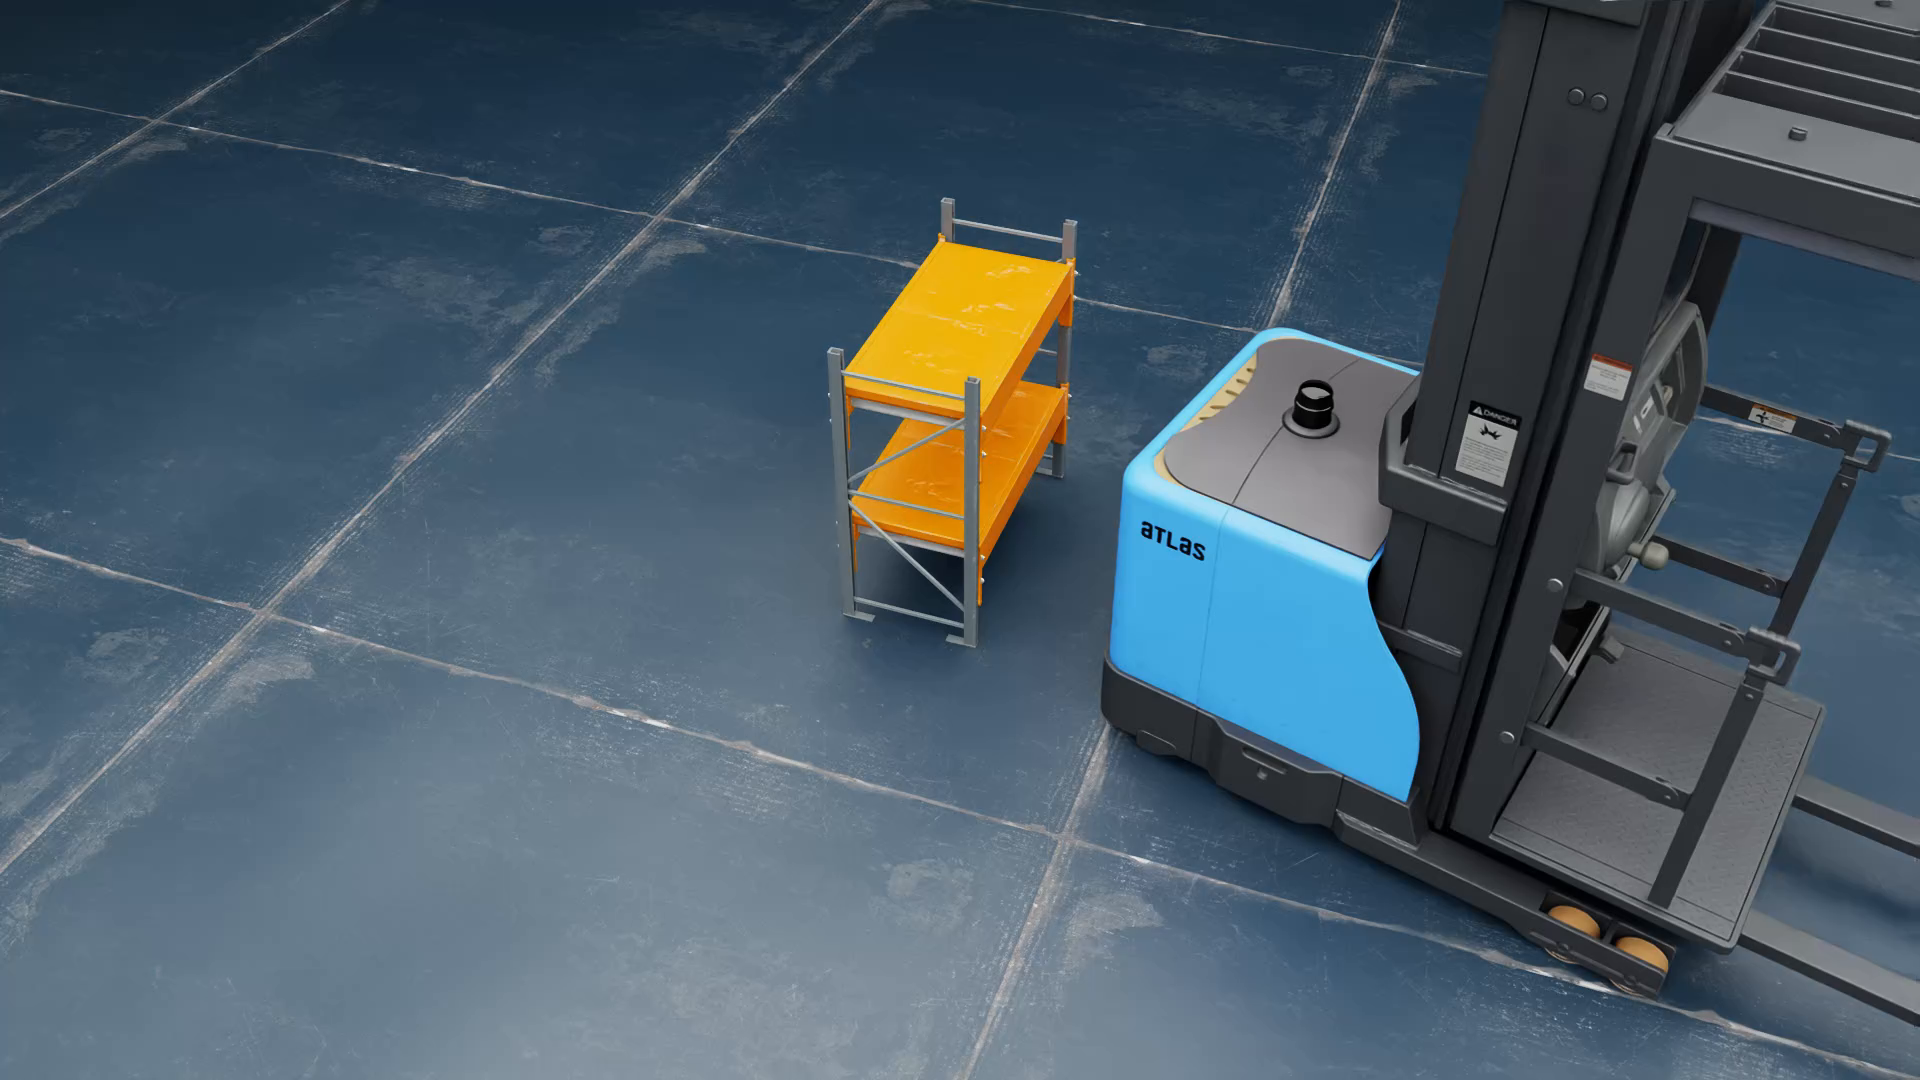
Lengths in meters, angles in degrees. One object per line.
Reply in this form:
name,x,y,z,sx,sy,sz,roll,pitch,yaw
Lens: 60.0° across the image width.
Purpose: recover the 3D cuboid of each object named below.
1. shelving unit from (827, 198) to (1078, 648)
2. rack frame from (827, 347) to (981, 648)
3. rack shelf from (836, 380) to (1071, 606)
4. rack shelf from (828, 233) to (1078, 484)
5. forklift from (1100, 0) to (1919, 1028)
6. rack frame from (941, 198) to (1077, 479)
shelving unit,-0.002,-0.424,5.880,0.538,1.125,1.048,13,42,15
rack frame,-0.176,-0.114,5.517,0.500,1.125,0.032,13,42,15
rack shelf,-0.002,-0.238,6.039,0.538,0.278,1.000,13,42,15
rack shelf,-0.002,-0.646,5.690,0.538,0.278,1.000,13,42,15
forklift,1.968,-0.217,4.246,3.031,2.935,1.130,24,46,25
rack frame,0.172,-0.734,6.243,0.500,1.125,0.032,13,42,15
